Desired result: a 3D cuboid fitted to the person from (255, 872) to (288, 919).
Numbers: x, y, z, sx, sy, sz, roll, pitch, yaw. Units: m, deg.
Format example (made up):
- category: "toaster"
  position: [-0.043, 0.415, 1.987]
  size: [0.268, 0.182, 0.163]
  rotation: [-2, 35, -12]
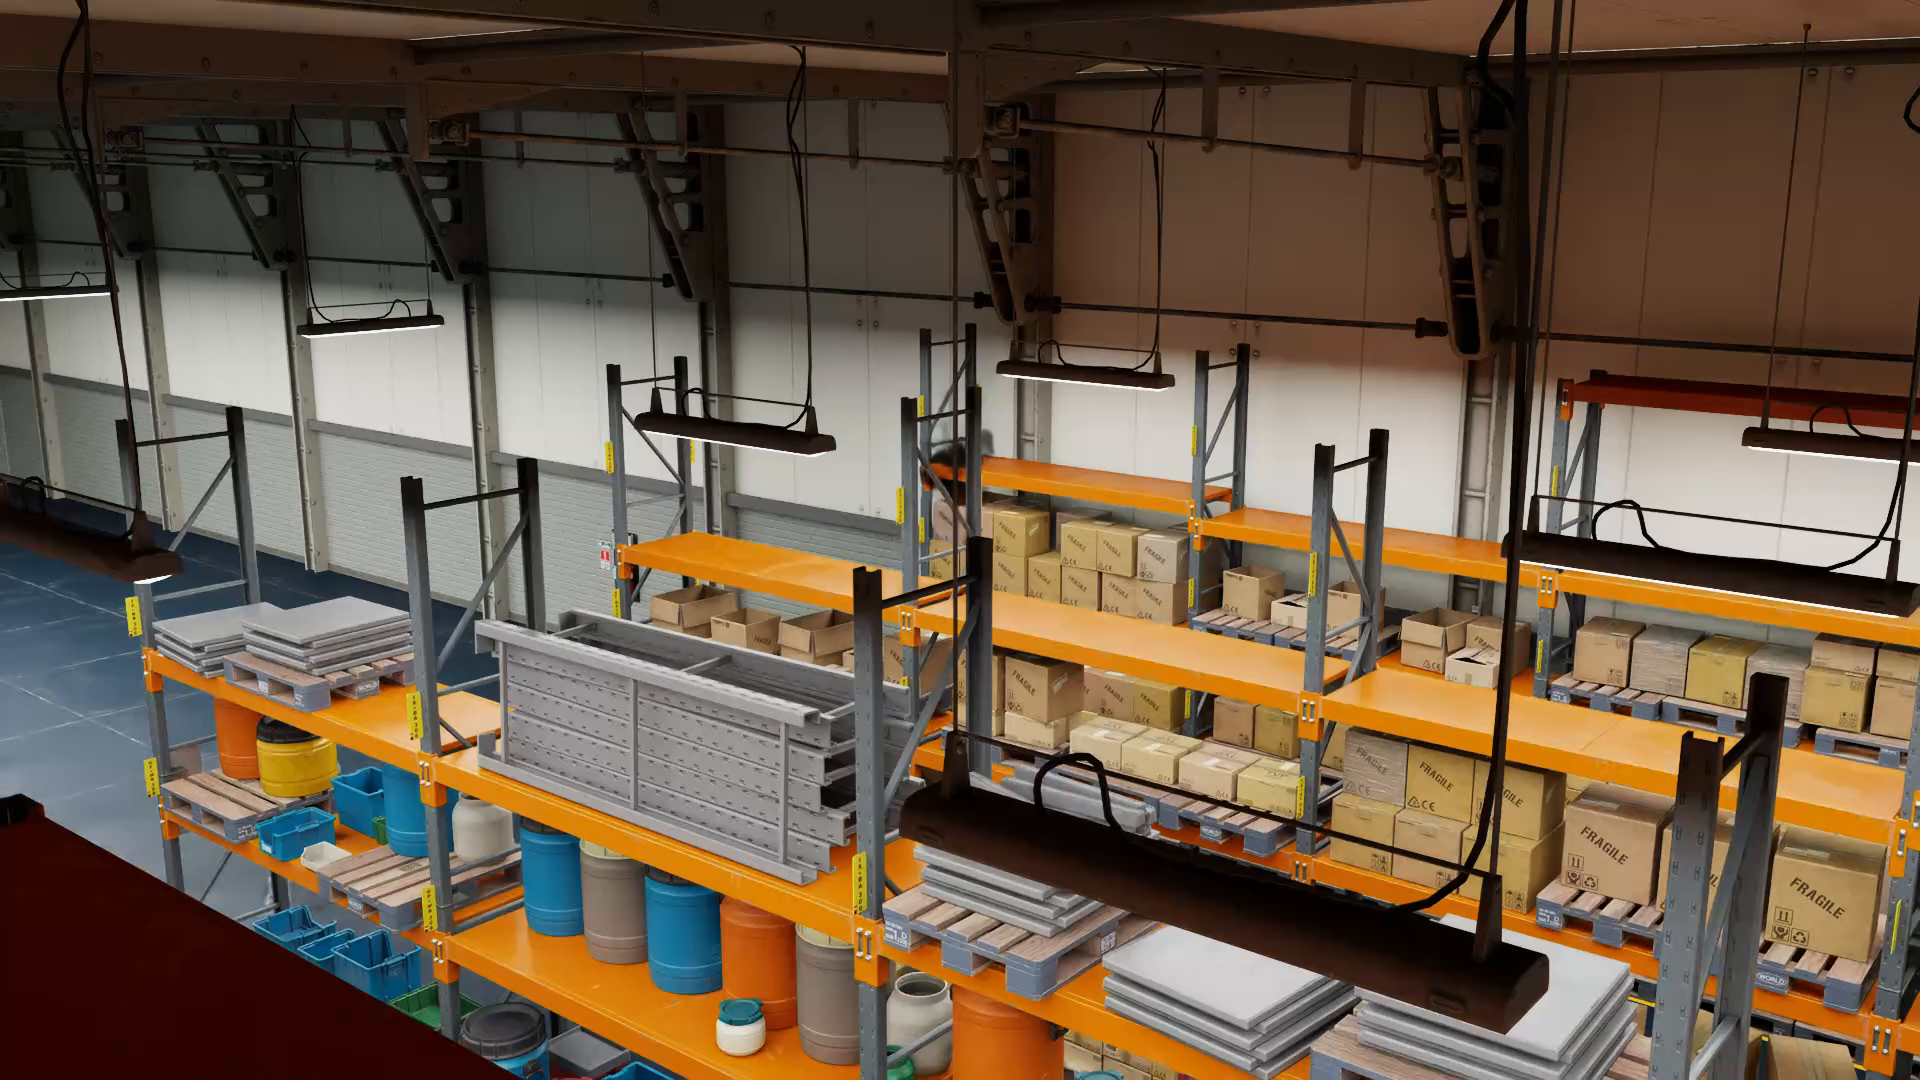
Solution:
- category: "person"
  position: [-7.258, 3.238, 18.145]
  size: [0.940, 1.670, 0.609]
  rotation: [-5, 13, -19]
